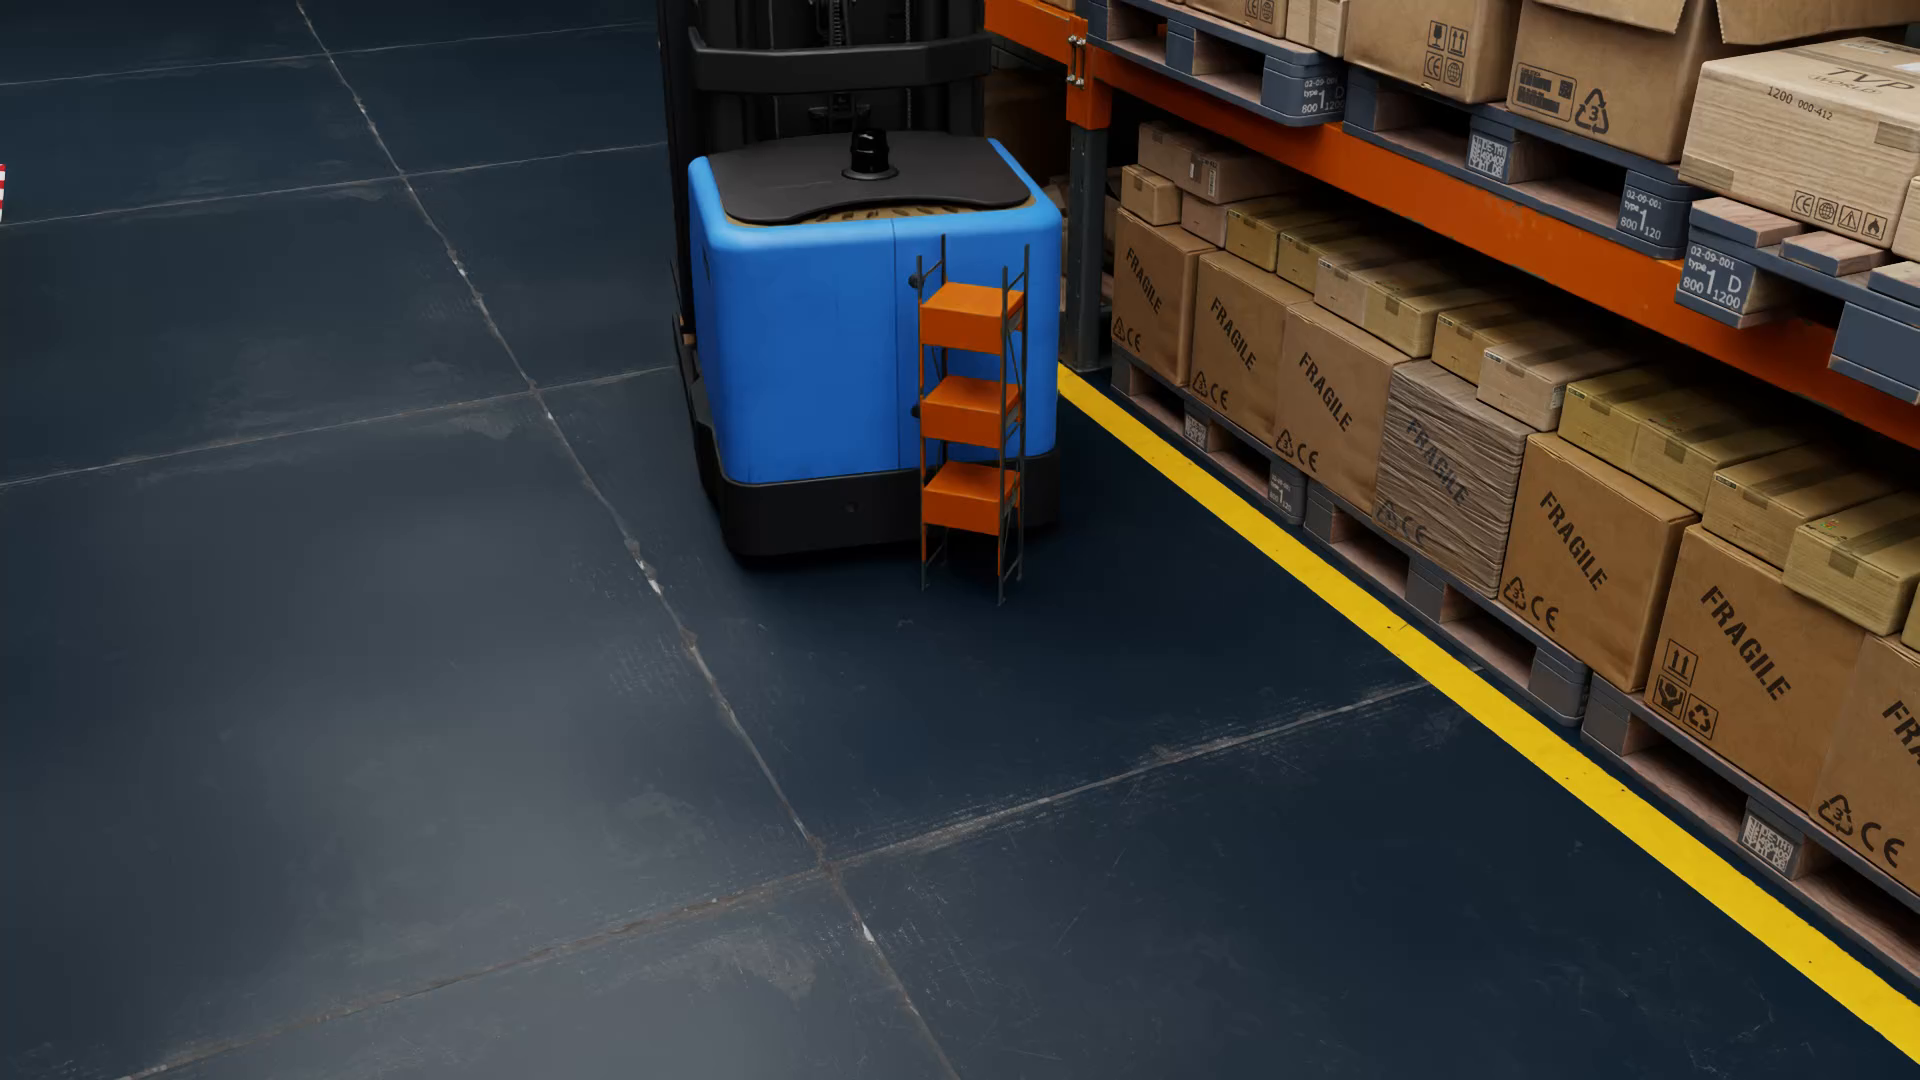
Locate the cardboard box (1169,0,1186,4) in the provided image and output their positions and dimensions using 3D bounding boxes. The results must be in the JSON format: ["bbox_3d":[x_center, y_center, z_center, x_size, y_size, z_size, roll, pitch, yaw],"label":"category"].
[{"bbox_3d":[0.883,-2.035,5.281,0.700,0.500,0.500,-12,32,-21],"label":"cardboard box"}]

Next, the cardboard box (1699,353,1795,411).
[{"bbox_3d":[2.195,-0.435,4.422,0.380,0.149,0.250,-14,32,-23],"label":"cardboard box"}]

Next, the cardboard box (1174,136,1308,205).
[{"bbox_3d":[0.946,-1.256,5.582,0.380,0.149,0.250,-15,32,-24],"label":"cardboard box"}]

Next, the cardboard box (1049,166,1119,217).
[{"bbox_3d":[0.621,-1.542,7.419,0.380,0.149,0.250,-14,32,-23],"label":"cardboard box"}]

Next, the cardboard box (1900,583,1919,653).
[{"bbox_3d":[2.154,0.157,3.367,0.380,0.149,0.250,-15,32,-24],"label":"cardboard box"}]

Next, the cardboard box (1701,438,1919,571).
[{"bbox_3d":[1.936,-0.083,3.794,0.380,0.149,0.250,-14,32,-24],"label":"cardboard box"}]

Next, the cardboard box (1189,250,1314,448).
[{"bbox_3d":[1.120,-0.668,5.501,0.500,0.500,0.500,-14,32,-23],"label":"cardboard box"}]

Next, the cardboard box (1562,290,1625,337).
[{"bbox_3d":[1.972,-0.662,4.827,0.380,0.149,0.250,-14,32,-24],"label":"cardboard box"}]

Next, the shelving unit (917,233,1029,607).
[{"bbox_3d":[0.037,-0.328,4.761,0.252,1.050,0.215,10,31,18],"label":"shelving unit"}]

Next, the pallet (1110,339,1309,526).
[{"bbox_3d":[1.261,-0.502,5.929,1.003,0.211,1.213,-13,32,-22],"label":"pallet"}]

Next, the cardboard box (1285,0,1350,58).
[{"bbox_3d":[1.128,-1.500,4.565,0.396,0.266,0.258,-12,31,-20],"label":"cardboard box"}]

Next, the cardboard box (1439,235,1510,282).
[{"bbox_3d":[1.729,-0.882,5.219,0.380,0.149,0.250,-12,32,-21],"label":"cardboard box"}]

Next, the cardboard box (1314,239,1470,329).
[{"bbox_3d":[1.304,-0.777,5.032,0.380,0.149,0.250,-13,32,-22],"label":"cardboard box"}]

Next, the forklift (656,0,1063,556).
[{"bbox_3d":[-0.511,-1.934,5.703,1.130,2.935,3.031,-6,30,-11],"label":"forklift"}]

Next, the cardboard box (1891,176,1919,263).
[{"bbox_3d":[1.966,-0.586,3.055,0.380,0.149,0.250,-12,32,-21],"label":"cardboard box"}]

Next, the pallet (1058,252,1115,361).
[{"bbox_3d":[0.584,-1.157,7.097,1.003,0.211,1.213,-13,32,-22],"label":"pallet"}]

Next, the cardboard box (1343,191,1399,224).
[{"bbox_3d":[1.526,-1.122,5.648,0.380,0.149,0.250,-13,32,-21],"label":"cardboard box"}]

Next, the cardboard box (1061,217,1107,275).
[{"bbox_3d":[0.373,-1.193,6.797,0.380,0.149,0.250,-14,32,-23],"label":"cardboard box"}]

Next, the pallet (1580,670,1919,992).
[{"bbox_3d":[2.309,0.576,4.007,1.003,0.211,1.213,-13,32,-22],"label":"pallet"}]

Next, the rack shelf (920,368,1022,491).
[{"bbox_3d":[0.037,-0.319,4.766,0.240,0.259,0.215,10,31,18],"label":"rack shelf"}]

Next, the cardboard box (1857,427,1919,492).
[{"bbox_3d":[2.384,-0.190,3.985,0.380,0.149,0.250,-13,32,-21],"label":"cardboard box"}]

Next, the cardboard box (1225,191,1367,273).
[{"bbox_3d":[1.101,-1.014,5.454,0.380,0.149,0.250,-15,33,-25],"label":"cardboard box"}]

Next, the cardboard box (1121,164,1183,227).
[{"bbox_3d":[0.791,-1.231,5.841,0.380,0.149,0.250,-12,31,-20],"label":"cardboard box"}]

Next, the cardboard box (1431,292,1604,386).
[{"bbox_3d":[1.551,-0.554,4.634,0.380,0.149,0.250,-13,32,-22],"label":"cardboard box"}]

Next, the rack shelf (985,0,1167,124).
[{"bbox_3d":[0.019,-2.639,7.625,1.077,0.370,4.000,-13,32,-22],"label":"rack shelf"}]

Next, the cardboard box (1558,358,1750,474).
[{"bbox_3d":[1.756,-0.319,4.215,0.380,0.149,0.250,-14,32,-23],"label":"cardboard box"}]

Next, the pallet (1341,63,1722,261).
[{"bbox_3d":[1.756,-1.077,4.300,1.003,0.211,1.213,-13,32,-22],"label":"pallet"}]

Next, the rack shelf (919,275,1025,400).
[{"bbox_3d":[0.037,-0.566,4.627,0.240,0.259,0.215,10,31,18],"label":"rack shelf"}]

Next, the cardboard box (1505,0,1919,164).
[{"bbox_3d":[1.727,-1.213,3.811,0.797,0.503,0.637,-14,32,-23],"label":"cardboard box"}]

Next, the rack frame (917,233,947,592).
[{"bbox_3d":[-0.077,-0.349,4.798,0.008,1.050,0.200,10,31,18],"label":"rack frame"}]

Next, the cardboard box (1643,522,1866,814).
[{"bbox_3d":[2.014,0.240,3.882,0.500,0.500,0.500,-14,32,-23],"label":"cardboard box"}]

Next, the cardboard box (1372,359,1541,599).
[{"bbox_3d":[1.547,-0.216,4.695,0.500,0.500,0.500,-14,32,-24],"label":"cardboard box"}]
